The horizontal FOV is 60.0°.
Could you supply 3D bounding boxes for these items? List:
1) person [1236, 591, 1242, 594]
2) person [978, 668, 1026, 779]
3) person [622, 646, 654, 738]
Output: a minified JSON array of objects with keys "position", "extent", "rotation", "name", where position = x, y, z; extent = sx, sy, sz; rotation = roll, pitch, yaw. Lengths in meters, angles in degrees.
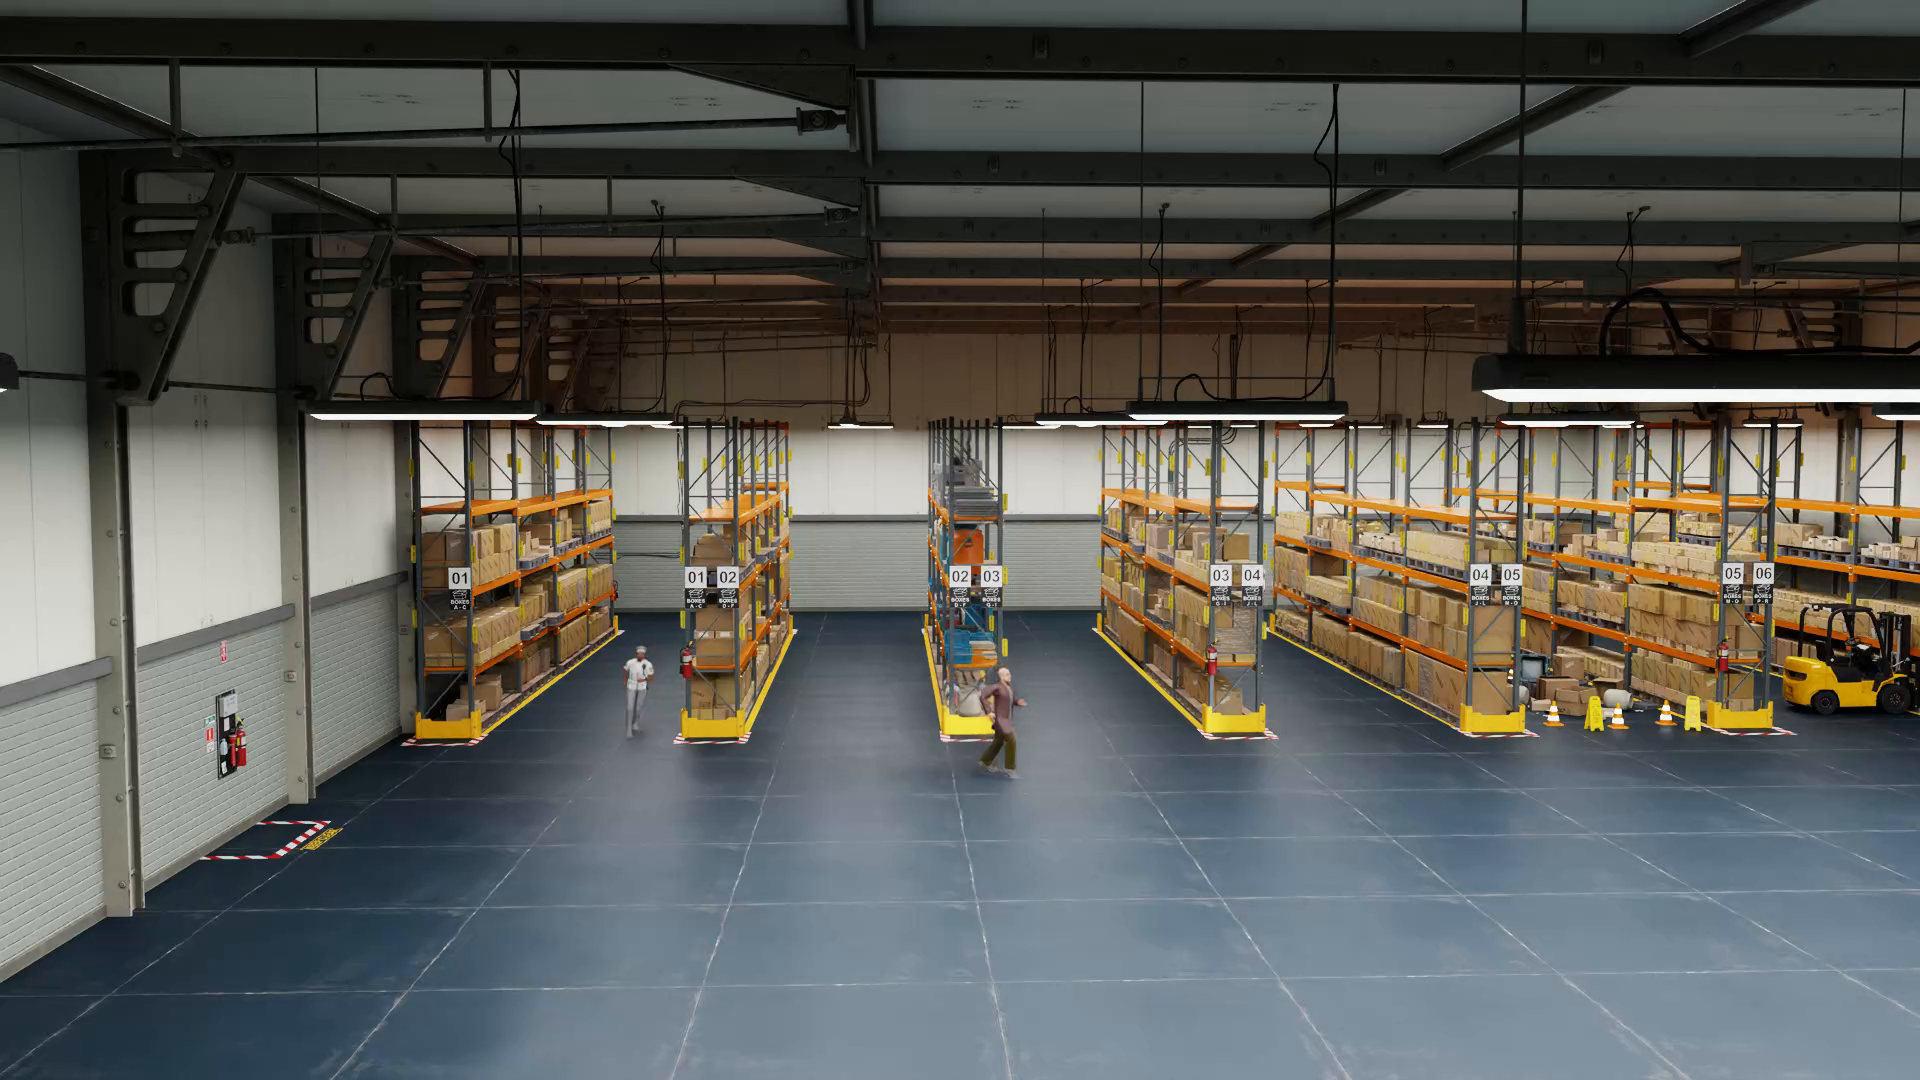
[{"position":[7.812,1.853,45.828],"extent":[0.677,1.836,0.776],"rotation":[0,4,-3],"name":"person"},{"position":[0.687,3.036,27.646],"extent":[0.867,1.838,0.689],"rotation":[2,4,24],"name":"person"},{"position":[-6.084,2.849,31.448],"extent":[0.592,1.726,0.842],"rotation":[-1,4,-11],"name":"person"}]
